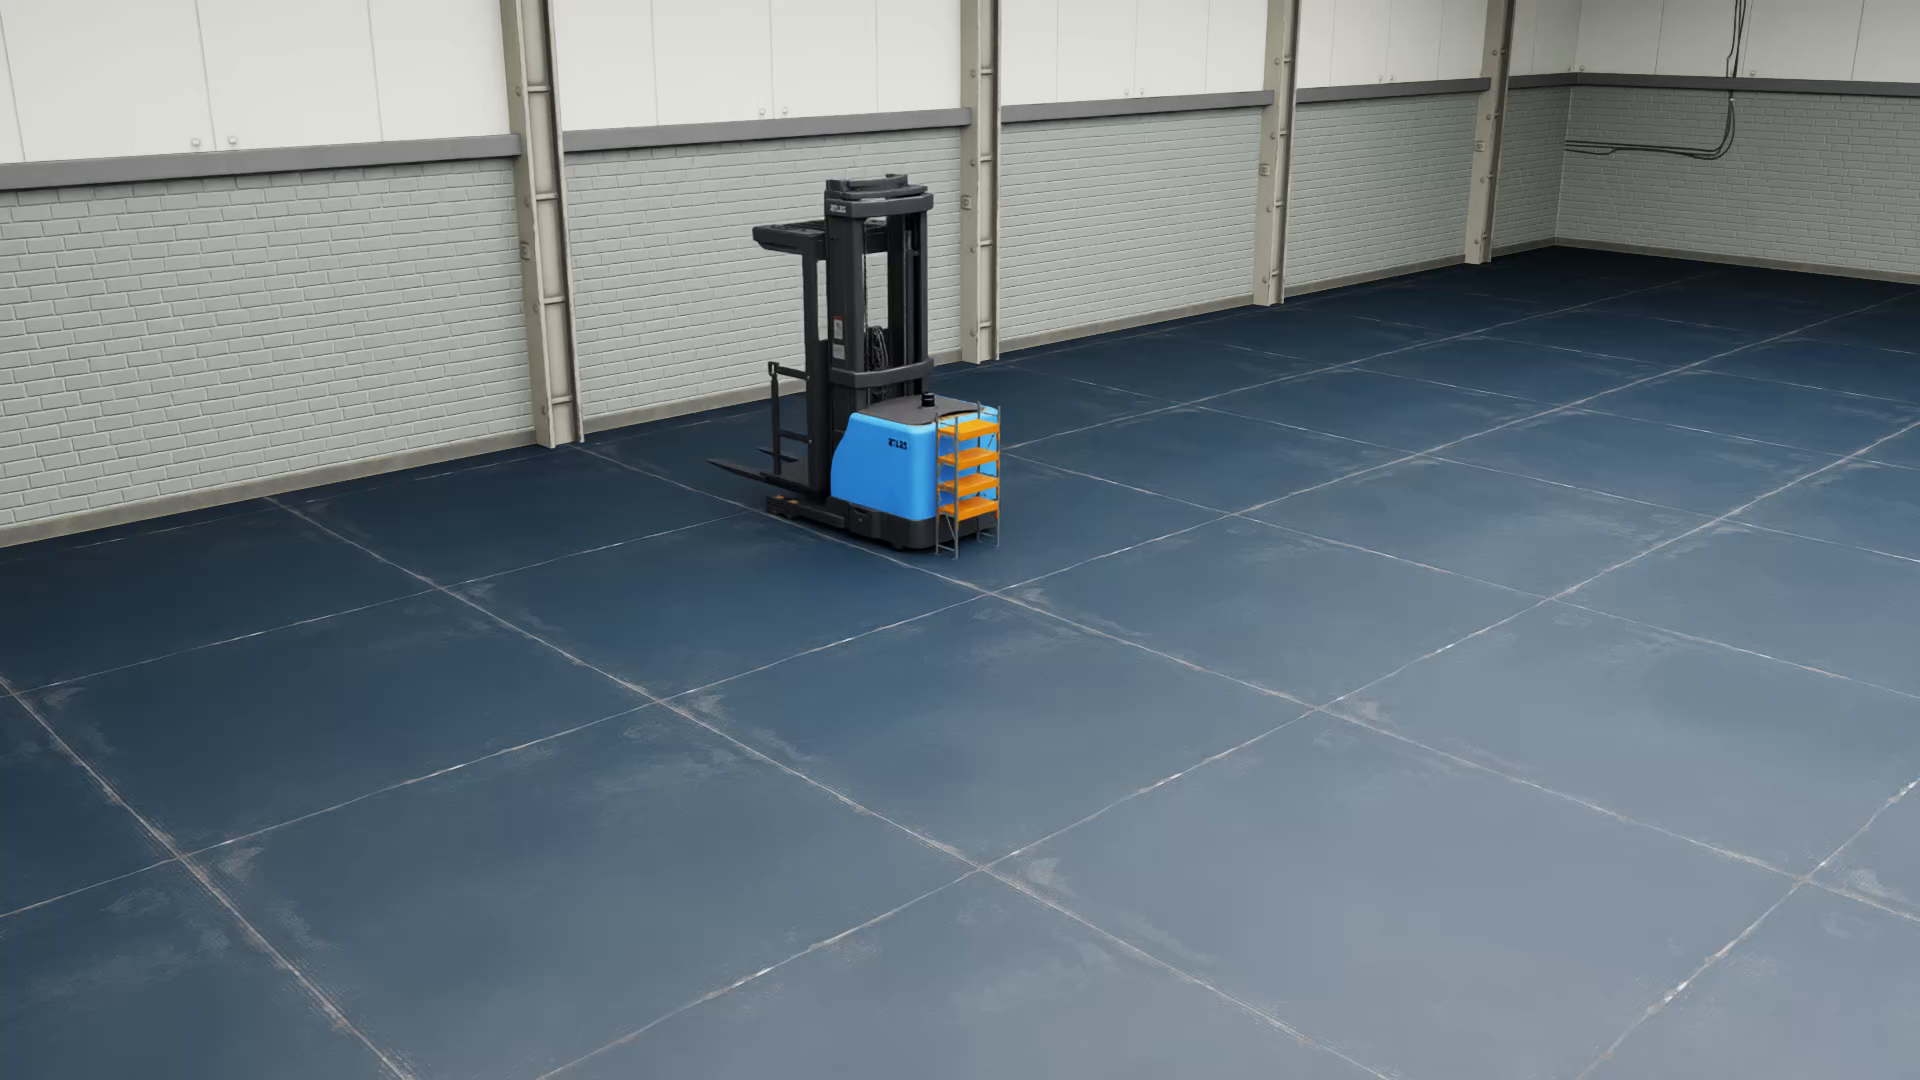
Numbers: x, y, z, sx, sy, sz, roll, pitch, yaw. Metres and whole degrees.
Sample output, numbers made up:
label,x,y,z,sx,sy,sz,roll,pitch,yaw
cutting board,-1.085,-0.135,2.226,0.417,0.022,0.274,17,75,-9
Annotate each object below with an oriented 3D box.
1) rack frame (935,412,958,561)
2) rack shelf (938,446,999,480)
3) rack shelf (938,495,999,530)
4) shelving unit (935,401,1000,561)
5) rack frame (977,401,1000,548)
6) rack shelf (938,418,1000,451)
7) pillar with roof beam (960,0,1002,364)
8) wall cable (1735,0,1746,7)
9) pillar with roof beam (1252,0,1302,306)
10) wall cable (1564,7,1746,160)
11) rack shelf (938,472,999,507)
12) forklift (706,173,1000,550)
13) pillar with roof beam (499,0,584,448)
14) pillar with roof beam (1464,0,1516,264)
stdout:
label,x,y,z,sx,sy,sz,roll,pitch,yaw
rack frame,-0.108,-0.426,13.350,0.240,1.200,0.015,17,25,41
rack shelf,0.062,-0.628,13.468,0.258,0.148,0.480,17,25,41
rack shelf,0.061,-0.227,13.600,0.258,0.148,0.480,17,25,41
shelving unit,0.062,-0.480,13.517,0.258,1.200,0.503,17,25,41
rack frame,0.232,-0.534,13.683,0.240,1.200,0.015,17,25,41
rack shelf,0.063,-0.853,13.394,0.258,0.148,0.480,17,25,41
pillar with roof beam,3.208,-5.592,16.643,0.400,9.000,9.100,-16,24,-41
wall cable,13.877,-9.747,26.303,0.112,2.526,3.097,-16,24,-41
pillar with roof beam,7.567,-6.864,20.564,0.400,9.000,9.100,-16,24,-41
wall cable,12.018,-7.951,28.951,0.112,2.526,3.097,-16,24,-41
rack shelf,0.062,-0.416,13.538,0.258,0.148,0.480,17,25,41
forklift,-1.065,-1.681,14.418,3.031,2.935,1.130,17,24,42
pillar with roof beam,-1.152,-4.321,12.722,0.400,9.000,9.100,-16,24,-41
pillar with roof beam,11.927,-8.135,24.486,0.400,9.000,9.100,-16,24,-41
